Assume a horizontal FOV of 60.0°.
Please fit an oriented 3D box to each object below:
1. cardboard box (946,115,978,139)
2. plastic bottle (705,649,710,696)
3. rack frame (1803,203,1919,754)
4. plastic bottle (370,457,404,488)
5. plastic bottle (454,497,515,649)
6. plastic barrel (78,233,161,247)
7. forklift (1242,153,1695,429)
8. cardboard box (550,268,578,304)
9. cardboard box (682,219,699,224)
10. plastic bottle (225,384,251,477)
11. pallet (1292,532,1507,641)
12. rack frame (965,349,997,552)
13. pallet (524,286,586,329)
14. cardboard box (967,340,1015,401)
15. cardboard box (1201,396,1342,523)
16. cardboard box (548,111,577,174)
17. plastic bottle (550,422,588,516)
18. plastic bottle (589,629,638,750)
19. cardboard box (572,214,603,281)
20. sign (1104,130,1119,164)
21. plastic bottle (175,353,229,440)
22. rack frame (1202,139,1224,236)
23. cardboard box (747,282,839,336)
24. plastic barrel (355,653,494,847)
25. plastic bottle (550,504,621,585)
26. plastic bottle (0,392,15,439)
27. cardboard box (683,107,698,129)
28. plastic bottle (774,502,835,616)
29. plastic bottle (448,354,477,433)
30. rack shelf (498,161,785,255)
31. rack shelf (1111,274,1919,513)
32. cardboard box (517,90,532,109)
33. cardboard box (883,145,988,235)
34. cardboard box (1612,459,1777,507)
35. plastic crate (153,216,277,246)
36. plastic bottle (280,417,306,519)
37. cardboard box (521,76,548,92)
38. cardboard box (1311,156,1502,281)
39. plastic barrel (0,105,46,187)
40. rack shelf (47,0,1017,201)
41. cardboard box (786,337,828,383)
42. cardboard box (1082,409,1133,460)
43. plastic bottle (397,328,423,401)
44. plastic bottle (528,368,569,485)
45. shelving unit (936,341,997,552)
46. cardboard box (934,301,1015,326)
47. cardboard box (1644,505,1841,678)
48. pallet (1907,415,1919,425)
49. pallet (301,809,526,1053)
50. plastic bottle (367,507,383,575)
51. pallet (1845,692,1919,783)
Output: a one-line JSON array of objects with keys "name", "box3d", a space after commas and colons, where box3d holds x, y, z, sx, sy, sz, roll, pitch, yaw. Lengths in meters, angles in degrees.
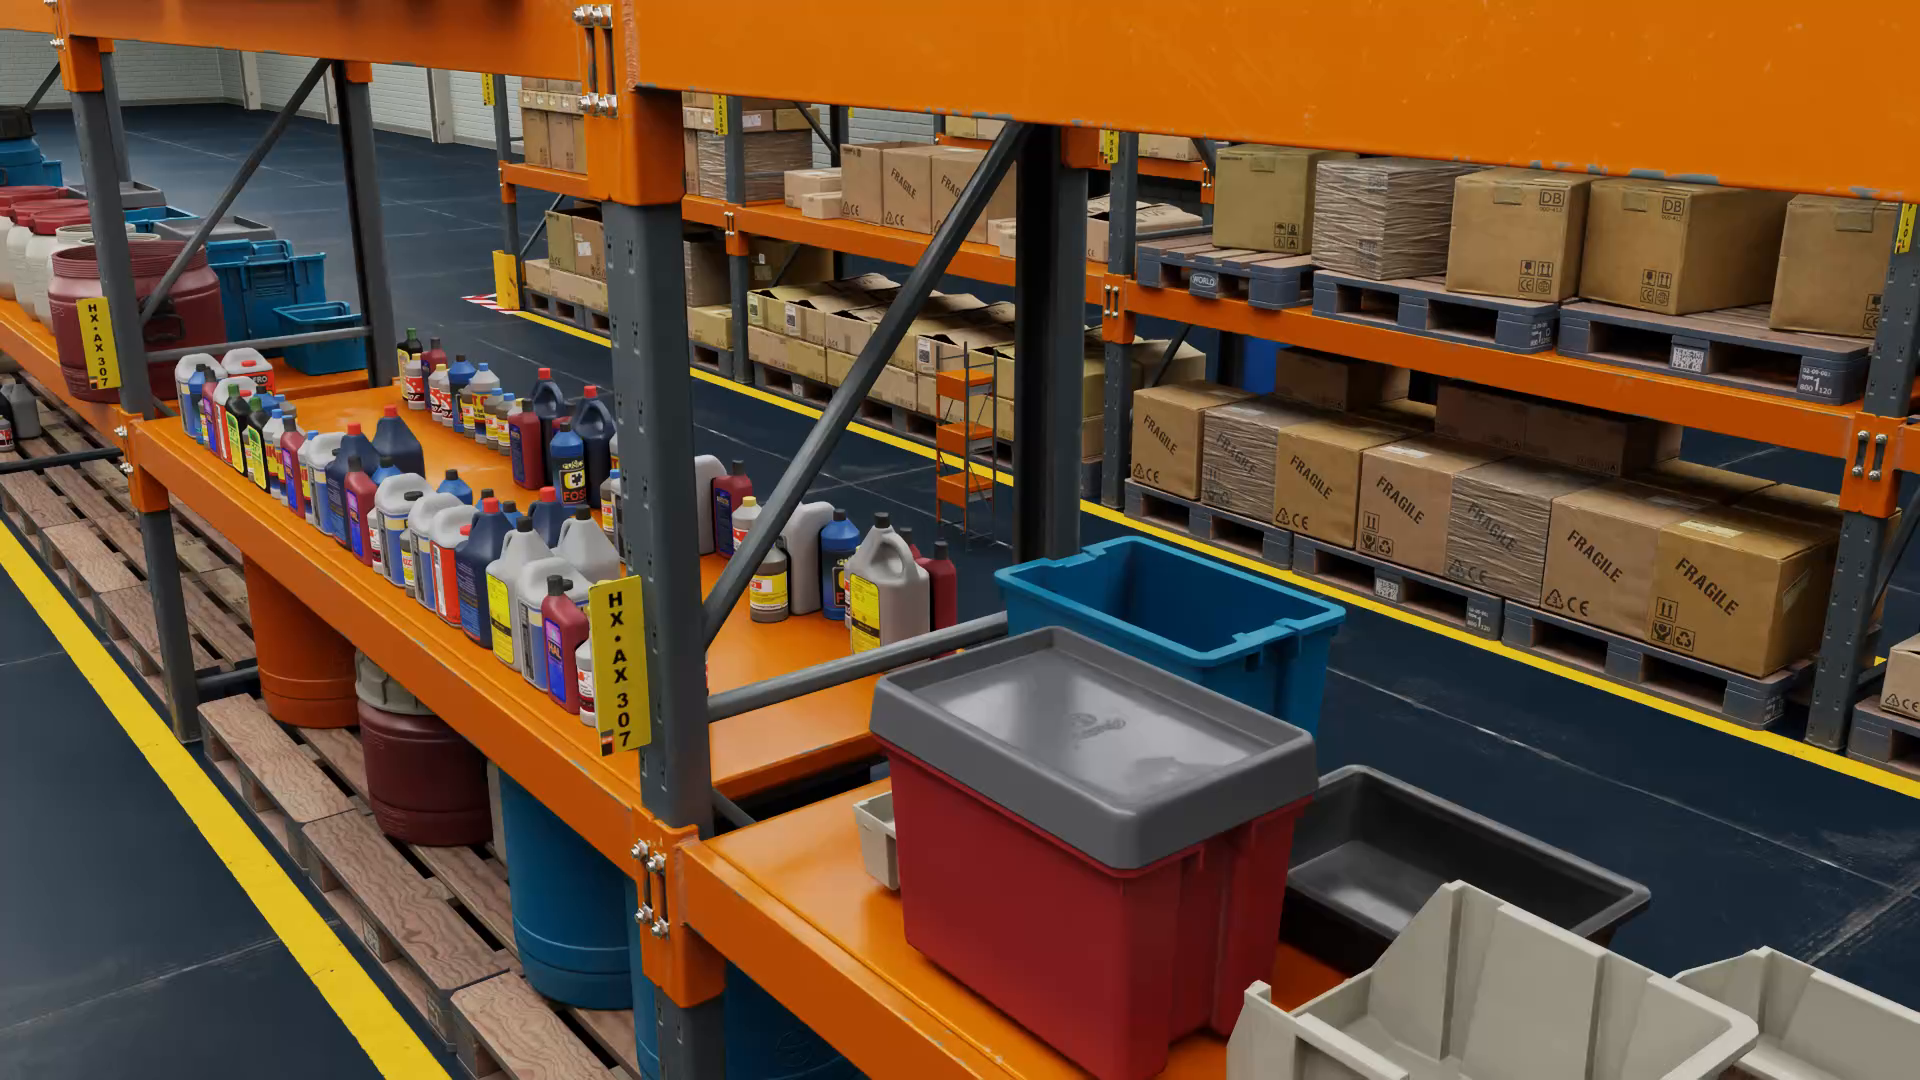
[{"name": "cardboard box", "box3d": [0.196, -4.396, 17.573, 0.500, 0.250, 0.500, -15, 23, -38]}, {"name": "plastic bottle", "box3d": [-0.585, 0.282, 3.555, 0.097, 0.201, 0.097, 0, 18, 0]}, {"name": "rack frame", "box3d": [3.712, -0.715, 6.250, 1.000, 3.000, 0.127, -14, 23, -36]}, {"name": "plastic bottle", "box3d": [-1.567, -0.095, 4.582, 0.097, 0.271, 0.097, 0, 18, 0]}, {"name": "plastic bottle", "box3d": [-1.115, 0.066, 3.970, 0.144, 0.351, 0.185, -14, 23, -36]}, {"name": "plastic barrel", "box3d": [-3.463, -1.000, 6.932, 0.421, 0.512, 0.421, 0, 18, 0]}, {"name": "forklift", "box3d": [3.233, -2.037, 10.352, 3.031, 2.935, 1.130, 2, 18, 5]}, {"name": "cardboard box", "box3d": [-3.267, -2.268, 14.646, 0.500, 0.250, 0.500, -14, 23, -36]}, {"name": "cardboard box", "box3d": [-2.231, -2.481, 14.096, 0.500, 0.500, 0.500, -14, 23, -36]}, {"name": "plastic bottle", "box3d": [-2.307, -0.354, 5.345, 0.061, 0.283, 0.133, -14, 23, -36]}, {"name": "pallet", "box3d": [2.416, 0.115, 8.180, 1.003, 0.211, 1.213, -14, 23, -36]}, {"name": "rack frame", "box3d": [0.109, -0.455, 8.567, 0.200, 1.050, 0.008, -14, 23, -36]}, {"name": "pallet", "box3d": [-3.231, -2.168, 15.074, 1.003, 0.211, 1.213, -14, 23, -36]}, {"name": "cardboard box", "box3d": [0.382, -1.069, 10.132, 0.500, 0.311, 0.500, -14, 23, -37]}, {"name": "cardboard box", "box3d": [1.617, -0.427, 8.657, 0.500, 0.500, 0.500, -15, 24, -38]}, {"name": "cardboard box", "box3d": [-3.129, -3.474, 14.422, 0.700, 0.500, 0.500, -13, 22, -35]}, {"name": "plastic bottle", "box3d": [-1.165, -0.216, 4.947, 0.097, 0.271, 0.097, 0, 18, 0]}, {"name": "plastic bottle", "box3d": [-0.671, 0.276, 3.456, 0.152, 0.276, 0.135, -14, 23, -36]}, {"name": "cardboard box", "box3d": [-2.948, -2.503, 14.163, 0.500, 0.500, 0.500, -14, 23, -36]}, {"name": "sign", "box3d": [0.795, -2.141, 8.715, 0.100, 0.325, 0.005, -14, 23, -36]}, {"name": "plastic bottle", "box3d": [-2.641, -0.506, 5.817, 0.152, 0.276, 0.135, -14, 23, -36]}, {"name": "rack frame", "box3d": [2.626, -3.654, 15.126, 1.000, 3.000, 0.127, -14, 23, -36]}, {"name": "cardboard box", "box3d": [-1.194, -1.696, 12.027, 0.500, 0.311, 0.500, -14, 23, -36]}, {"name": "plastic barrel", "box3d": [-1.638, 0.606, 5.429, 0.600, 0.588, 0.708, -14, 23, -36]}, {"name": "plastic bottle", "box3d": [-0.887, 0.083, 3.917, 0.144, 0.351, 0.185, -14, 23, -36]}, {"name": "plastic bottle", "box3d": [-5.766, -0.774, 9.943, 0.144, 0.351, 0.185, -15, 23, -38]}, {"name": "cardboard box", "box3d": [-1.908, -3.192, 12.541, 0.380, 0.149, 0.250, -15, 23, -38]}, {"name": "plastic bottle", "box3d": [-0.389, 0.031, 4.194, 0.152, 0.276, 0.135, -14, 23, -36]}, {"name": "plastic bottle", "box3d": [-1.750, -0.521, 5.867, 0.097, 0.271, 0.097, 0, 18, 0]}, {"name": "rack shelf", "box3d": [-2.497, -2.838, 13.805, 1.077, 0.370, 4.000, -14, 23, -36]}, {"name": "rack shelf", "box3d": [2.470, -0.866, 7.852, 1.077, 0.370, 4.000, -14, 23, -36]}, {"name": "cardboard box", "box3d": [-3.664, -3.889, 14.644, 0.380, 0.149, 0.250, -14, 23, -36]}, {"name": "cardboard box", "box3d": [-0.153, -2.288, 10.842, 0.500, 0.500, 0.500, -14, 23, -36]}, {"name": "cardboard box", "box3d": [3.263, -0.033, 7.468, 0.500, 0.500, 0.500, -14, 23, -35]}, {"name": "plastic crate", "box3d": [-3.420, -1.223, 7.683, 0.402, 0.464, 0.583, -14, 23, -36]}, {"name": "plastic bottle", "box3d": [-1.960, -0.216, 4.929, 0.061, 0.283, 0.133, -14, 23, -36]}, {"name": "cardboard box", "box3d": [-3.426, -4.205, 14.566, 0.700, 0.500, 0.500, -14, 23, -36]}, {"name": "cardboard box", "box3d": [2.126, -1.552, 7.950, 0.700, 0.500, 0.500, -9, 20, -26]}, {"name": "plastic barrel", "box3d": [-5.138, -1.804, 8.742, 0.600, 0.901, 0.708, -14, 23, -36]}, {"name": "rack shelf", "box3d": [-1.415, -1.325, 4.463, 1.077, 0.370, 4.000, -14, 23, -36]}, {"name": "cardboard box", "box3d": [-0.883, -1.306, 11.742, 0.500, 0.250, 0.500, -13, 23, -35]}, {"name": "cardboard box", "box3d": [0.711, -0.677, 9.841, 0.500, 0.250, 0.500, -13, 23, -35]}, {"name": "plastic bottle", "box3d": [-2.071, -0.663, 6.279, 0.061, 0.283, 0.133, -14, 23, -36]}, {"name": "plastic bottle", "box3d": [-1.295, -0.366, 5.275, 0.144, 0.351, 0.185, -14, 23, -36]}, {"name": "shelving unit", "box3d": [0.033, -0.485, 8.658, 0.215, 1.050, 0.252, -14, 23, -36]}, {"name": "cardboard box", "box3d": [0.166, -1.428, 11.217, 0.500, 0.311, 0.500, -14, 23, -37]}, {"name": "cardboard box", "box3d": [3.181, 0.197, 6.772, 0.500, 0.500, 0.500, -14, 23, -36]}, {"name": "pallet", "box3d": [6.293, -0.835, 11.049, 1.003, 0.211, 1.213, -14, 23, -36]}, {"name": "pallet", "box3d": [-1.381, 1.075, 5.279, 1.003, 0.211, 1.213, -14, 23, -36]}, {"name": "plastic bottle", "box3d": [-1.532, -0.017, 4.457, 0.097, 0.201, 0.097, 0, 18, 0]}, {"name": "pallet", "box3d": [4.138, 0.778, 6.177, 1.003, 0.211, 1.213, -14, 23, -36]}]
